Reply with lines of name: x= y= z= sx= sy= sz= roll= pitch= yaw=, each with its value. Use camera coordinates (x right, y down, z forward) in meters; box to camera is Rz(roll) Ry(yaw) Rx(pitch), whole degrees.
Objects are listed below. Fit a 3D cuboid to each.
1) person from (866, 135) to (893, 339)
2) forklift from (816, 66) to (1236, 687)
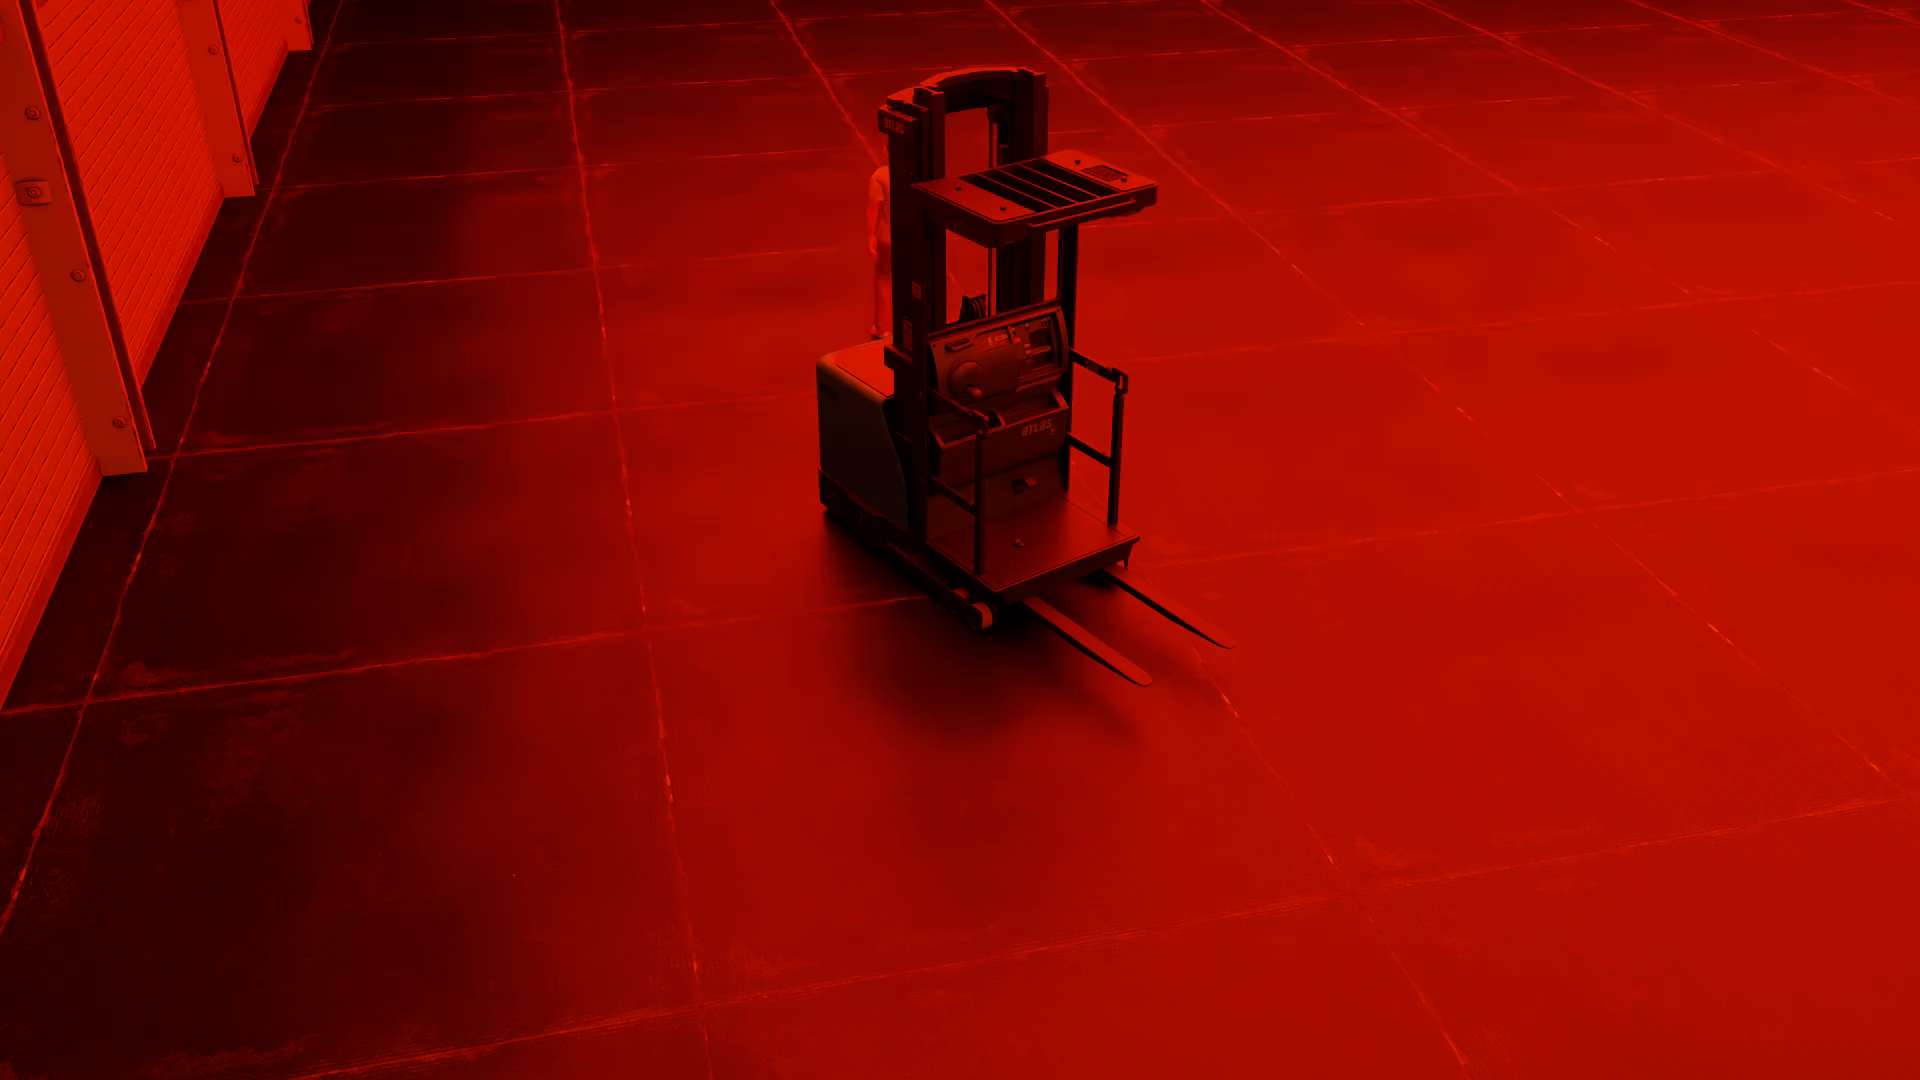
person: x=-0.468 y=-2.356 z=12.918 sx=0.521 sy=1.681 sz=0.404 roll=-3 pitch=30 yaw=-6
forklift: x=0.355 y=-1.021 z=9.338 sx=1.130 sy=2.935 sz=3.031 roll=-20 pitch=35 yaw=-30
